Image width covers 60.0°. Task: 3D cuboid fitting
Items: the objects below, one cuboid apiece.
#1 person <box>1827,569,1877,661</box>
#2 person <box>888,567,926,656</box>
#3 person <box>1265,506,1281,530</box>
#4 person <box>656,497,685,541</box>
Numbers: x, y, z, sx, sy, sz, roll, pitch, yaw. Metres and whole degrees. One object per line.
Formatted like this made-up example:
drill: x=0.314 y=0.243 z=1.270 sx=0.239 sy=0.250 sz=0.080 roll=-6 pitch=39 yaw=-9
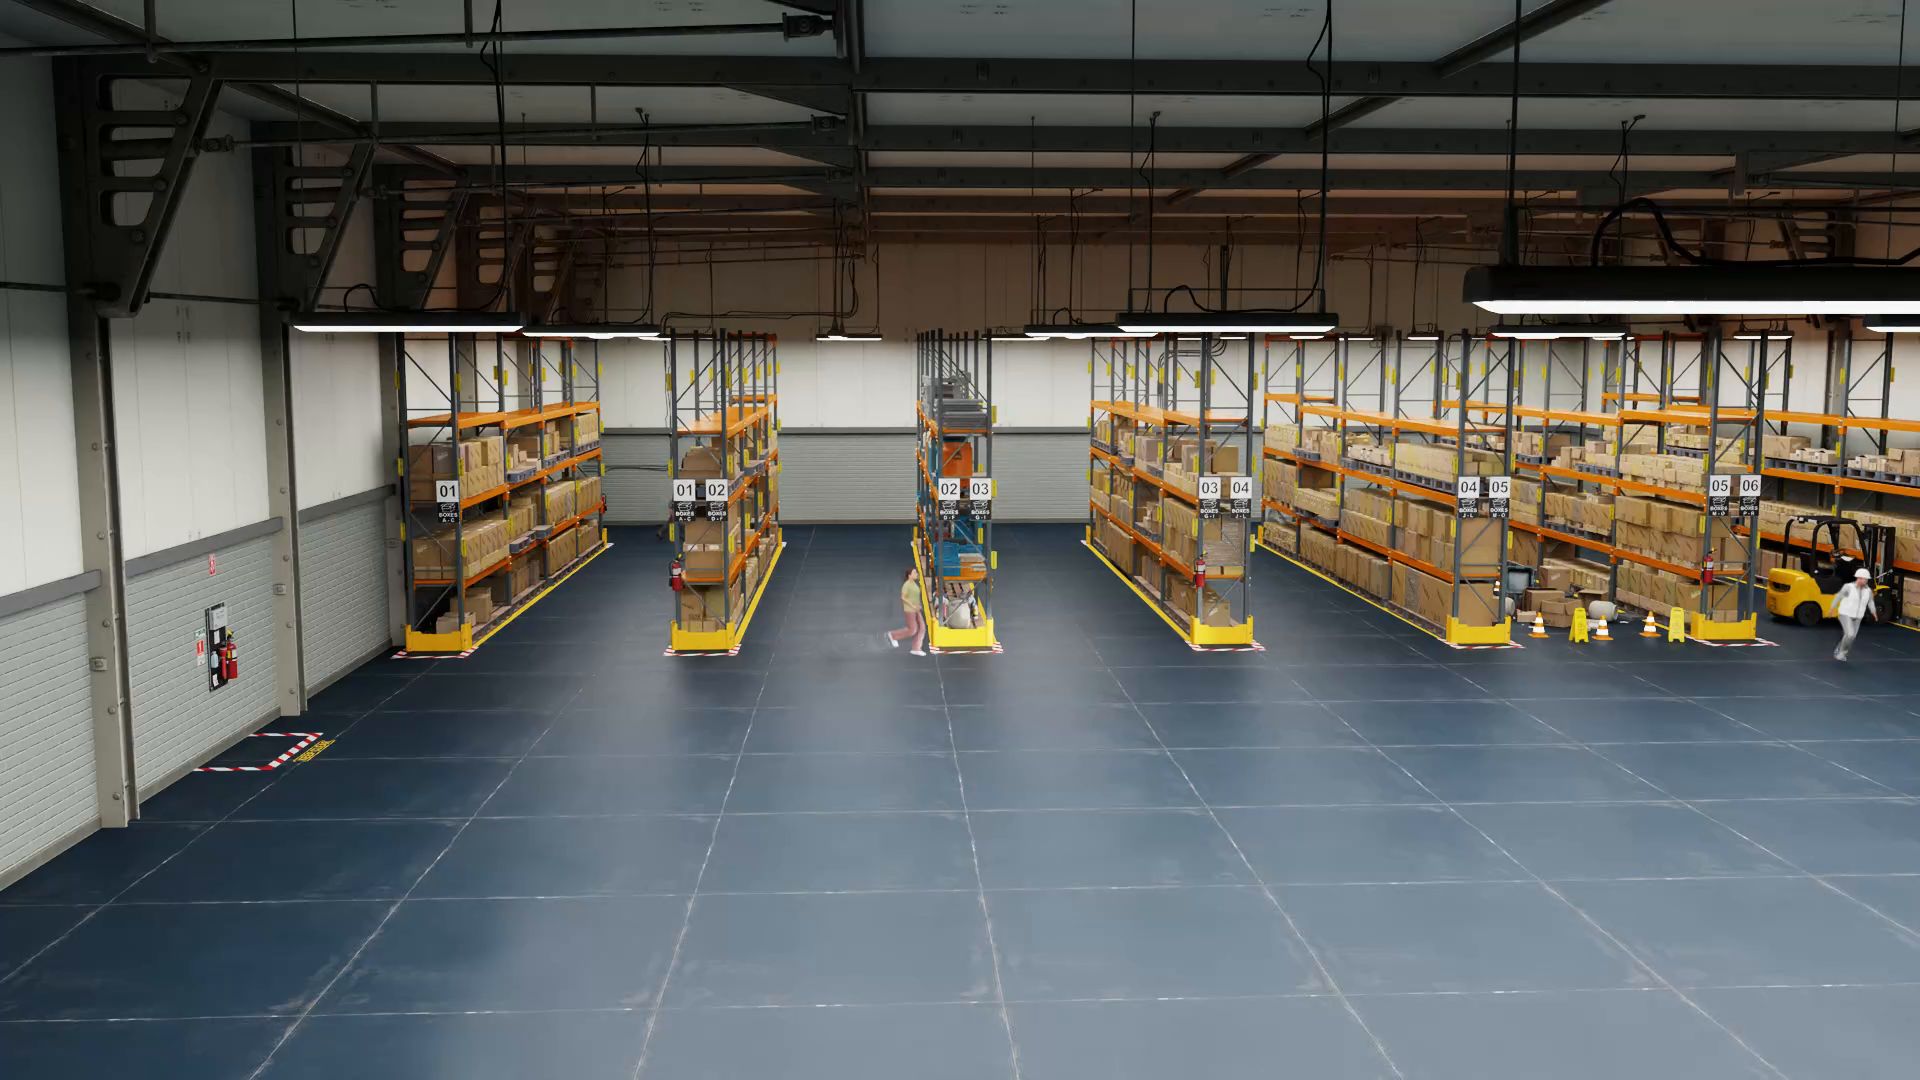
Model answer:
person: x=16.040 y=1.349 z=29.855 sx=0.636 sy=1.721 sz=0.751 roll=-1 pitch=7 yaw=-8
person: x=-0.959 y=1.310 z=30.696 sx=0.739 sy=1.647 sz=0.582 roll=2 pitch=7 yaw=20
person: x=9.303 y=-0.949 z=49.460 sx=0.849 sy=1.710 sz=0.547 roll=-5 pitch=9 yaw=-38
person: x=-8.348 y=-0.761 z=48.349 sx=1.025 sy=1.575 sz=0.668 roll=2 pitch=7 yaw=14
